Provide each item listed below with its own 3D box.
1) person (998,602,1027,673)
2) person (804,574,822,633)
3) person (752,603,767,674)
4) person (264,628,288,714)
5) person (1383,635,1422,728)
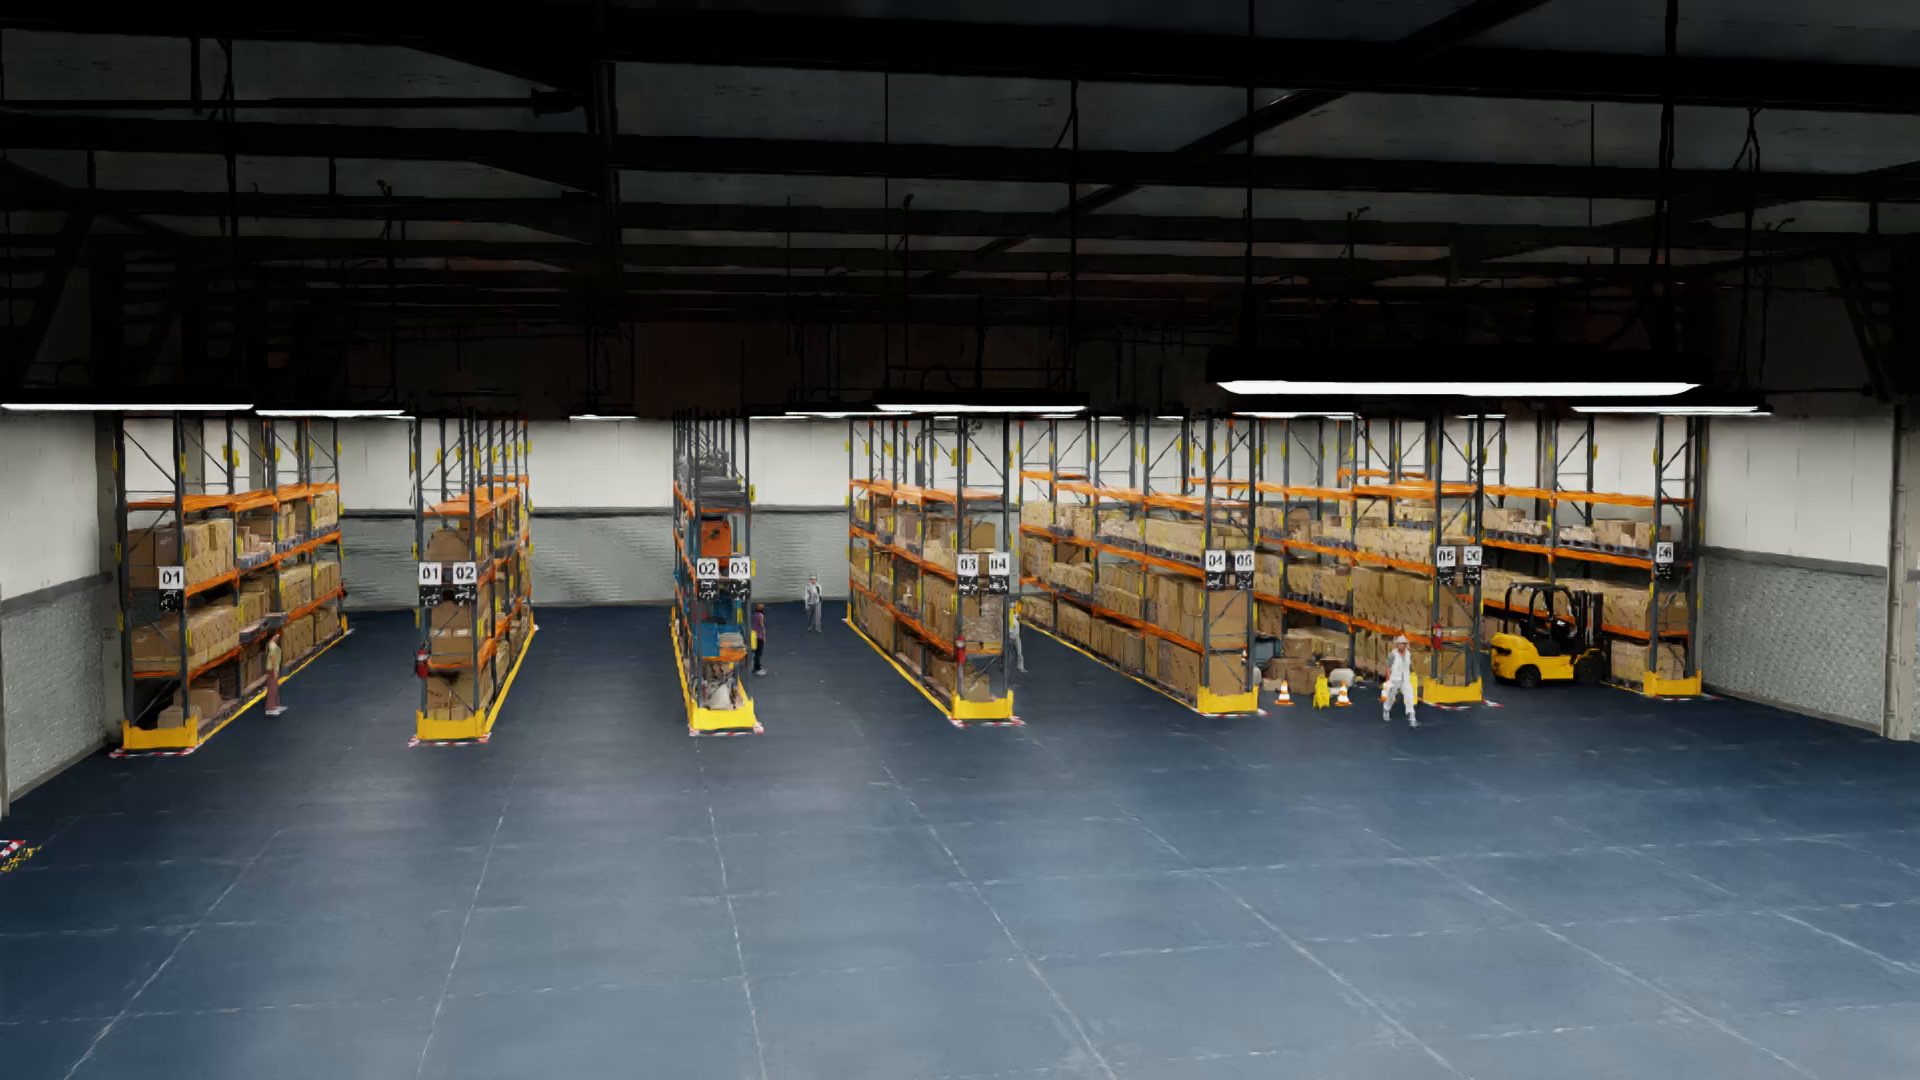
[{"bbox_3d":[1.164,2.213,37.952,0.478,1.597,0.999,-1,4,-19],"label":"person"},{"bbox_3d":[-3.978,1.707,45.057,0.495,1.589,1.086,-1,4,-9],"label":"person"},{"bbox_3d":[-4.534,2.223,37.793,0.419,1.603,0.502,-2,5,-31],"label":"person"},{"bbox_3d":[-13.414,2.551,32.588,0.457,1.675,0.531,-2,5,-32],"label":"person"},{"bbox_3d":[8.273,2.631,31.254,0.553,1.709,1.123,-1,4,-9],"label":"person"}]
